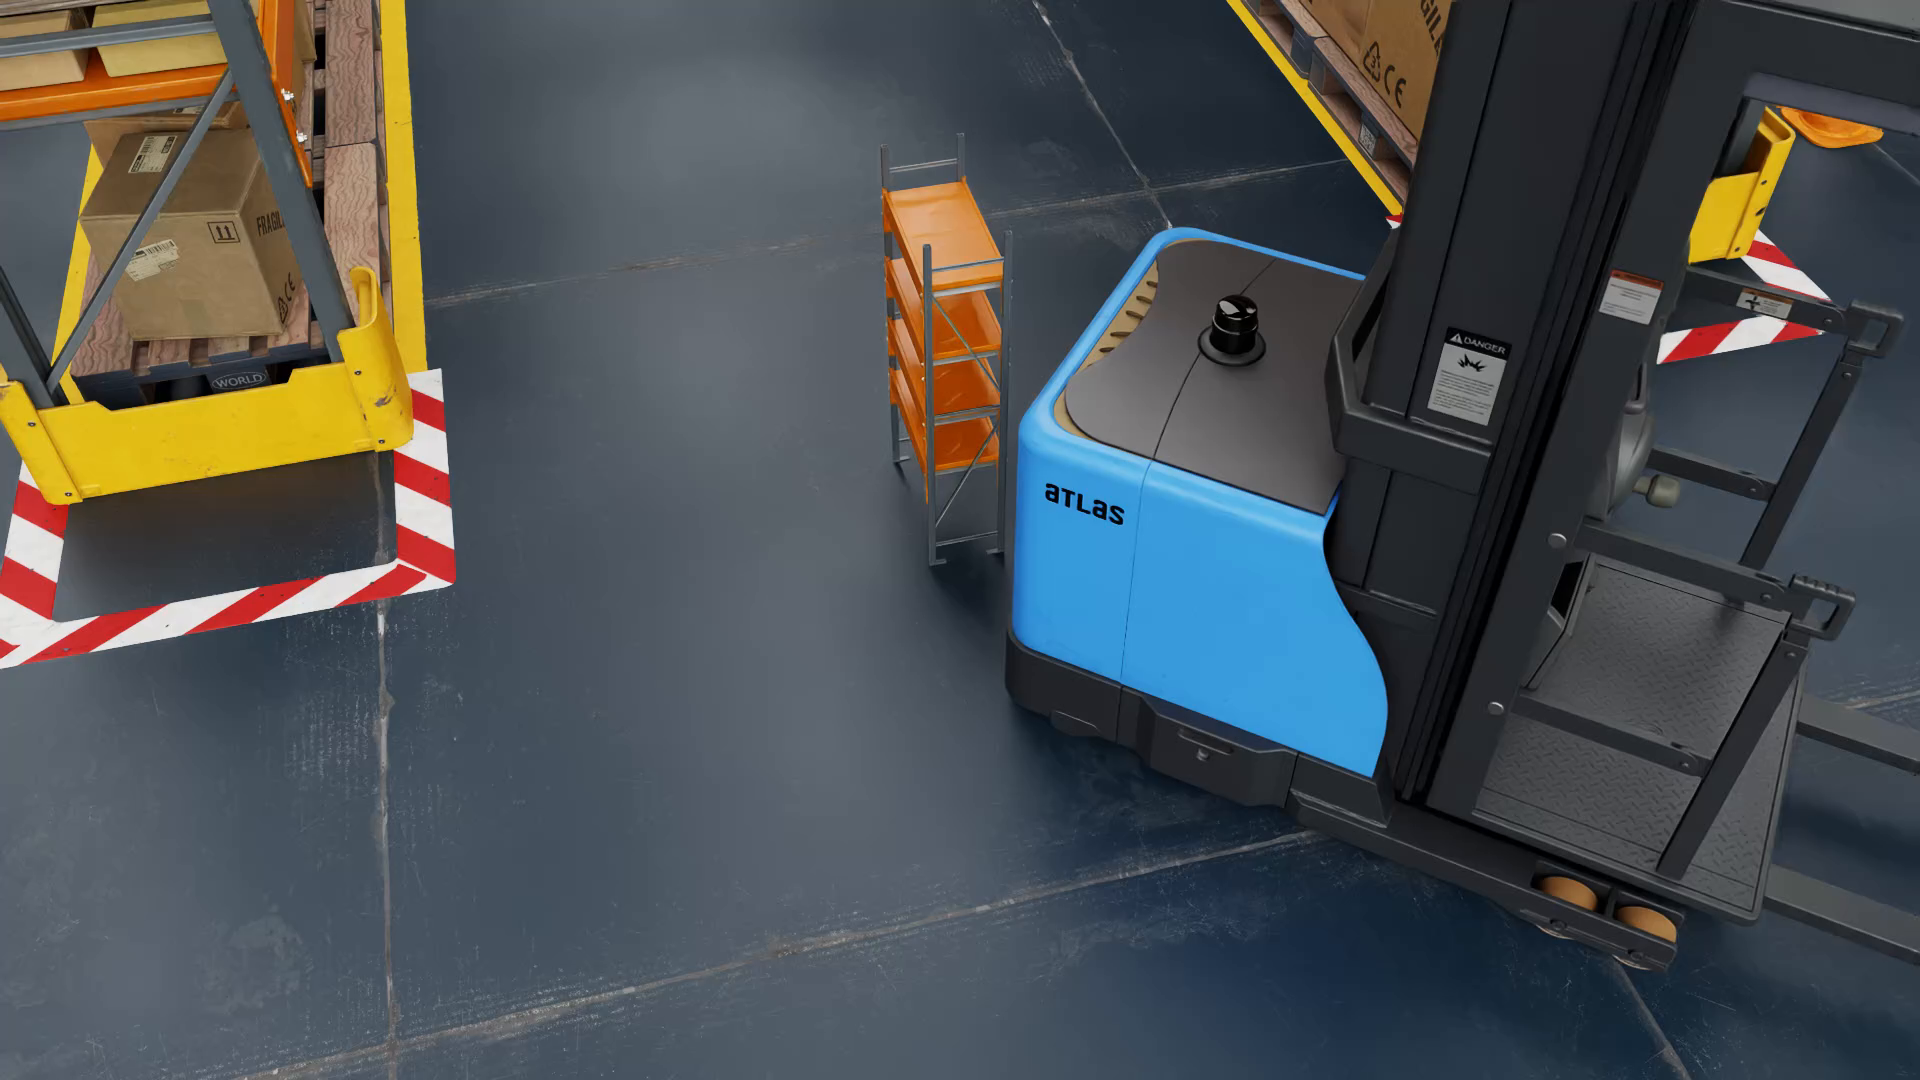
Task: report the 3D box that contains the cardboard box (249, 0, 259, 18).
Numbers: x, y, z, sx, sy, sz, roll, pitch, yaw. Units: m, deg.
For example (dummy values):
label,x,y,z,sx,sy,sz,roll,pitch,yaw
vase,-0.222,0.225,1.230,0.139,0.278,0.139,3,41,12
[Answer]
label,x,y,z,sx,sy,sz,roll,pitch,yaw
cardboard box,-2.303,-1.654,4.947,0.380,0.149,0.250,-11,47,-10

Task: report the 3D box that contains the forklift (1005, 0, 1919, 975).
label,x,y,z,sx,sy,sz,roll,pitch,yaw
forklift,1.680,-0.384,3.574,3.031,2.935,1.130,20,49,18

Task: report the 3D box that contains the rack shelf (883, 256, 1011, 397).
label,x,y,z,sx,sy,sz,roll,pitch,yaw
rack shelf,-0.042,-0.644,4.822,0.258,0.148,0.480,-11,47,-10

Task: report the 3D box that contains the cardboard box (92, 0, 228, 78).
label,x,y,z,sx,sy,sz,roll,pitch,yaw
cardboard box,-2.258,-1.478,4.774,0.380,0.149,0.250,-11,47,-10

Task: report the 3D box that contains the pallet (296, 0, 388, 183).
label,x,y,z,sx,sy,sz,roll,pitch,yaw
pallet,-2.917,-1.810,6.876,1.003,0.211,1.213,-11,47,-10

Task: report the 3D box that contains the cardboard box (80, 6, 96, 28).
label,x,y,z,sx,sy,sz,roll,pitch,yaw
cardboard box,-2.751,-1.570,4.864,0.380,0.149,0.250,-11,47,-10

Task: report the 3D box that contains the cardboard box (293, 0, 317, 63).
label,x,y,z,sx,sy,sz,roll,pitch,yaw
cardboard box,-2.987,-2.268,6.828,0.500,0.500,0.500,-15,47,-14

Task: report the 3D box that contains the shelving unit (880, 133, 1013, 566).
label,x,y,z,sx,sy,sz,roll,pitch,yaw
shelving unit,-0.042,-0.534,4.933,0.258,1.200,0.503,-11,47,-10

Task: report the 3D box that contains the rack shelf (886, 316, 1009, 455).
label,x,y,z,sx,sy,sz,roll,pitch,yaw
rack shelf,-0.042,-0.487,4.982,0.258,0.148,0.480,-11,47,-10

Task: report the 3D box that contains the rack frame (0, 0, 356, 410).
label,x,y,z,sx,sy,sz,roll,pitch,yaw
rack frame,-2.415,-1.326,4.449,1.000,3.000,0.127,-11,47,-10

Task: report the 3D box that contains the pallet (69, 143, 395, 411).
label,x,y,z,sx,sy,sz,roll,pitch,yaw
pallet,-2.609,-0.970,6.052,1.003,0.211,1.213,-11,47,-10

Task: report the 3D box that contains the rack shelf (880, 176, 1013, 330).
label,x,y,z,sx,sy,sz,roll,pitch,yaw
rack shelf,-0.042,-0.809,4.653,0.258,0.148,0.480,-11,47,-10

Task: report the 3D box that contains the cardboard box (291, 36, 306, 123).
label,x,y,z,sx,sy,sz,roll,pitch,yaw
cardboard box,-2.887,-1.874,6.443,0.500,0.500,0.500,-7,46,-7

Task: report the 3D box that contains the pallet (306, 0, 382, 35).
label,x,y,z,sx,sy,sz,roll,pitch,yaw
pallet,-3.233,-2.654,7.703,1.003,0.211,1.213,-11,47,-10

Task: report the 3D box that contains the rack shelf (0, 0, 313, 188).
label,x,y,z,sx,sy,sz,roll,pitch,yaw
rack shelf,-2.927,-2.455,6.059,1.077,0.370,4.000,-11,47,-10

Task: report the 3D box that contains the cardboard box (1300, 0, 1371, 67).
label,x,y,z,sx,sy,sz,roll,pitch,yaw
cardboard box,1.941,-2.629,6.920,0.875,0.875,0.875,-11,47,-11

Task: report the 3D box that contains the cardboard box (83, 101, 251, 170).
label,x,y,z,sx,sy,sz,roll,pitch,yaw
cardboard box,-2.745,-1.438,6.016,0.500,0.500,0.500,0,46,0

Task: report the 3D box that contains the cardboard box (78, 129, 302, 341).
label,x,y,z,sx,sy,sz,roll,pitch,yaw
cardboard box,-2.559,-1.032,5.617,0.500,0.500,0.500,-3,46,-3

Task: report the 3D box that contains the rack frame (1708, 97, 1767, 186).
label,x,y,z,sx,sy,sz,roll,pitch,yaw
rack frame,2.405,-2.163,5.269,1.000,3.000,0.127,-11,47,-10

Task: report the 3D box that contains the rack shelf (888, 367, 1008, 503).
label,x,y,z,sx,sy,sz,roll,pitch,yaw
rack shelf,-0.042,-0.348,5.123,0.258,0.148,0.480,-11,47,-10

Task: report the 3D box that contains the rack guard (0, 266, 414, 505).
label,x,y,z,sx,sy,sz,roll,pitch,yaw
rack guard,-2.435,-0.503,5.393,1.175,0.500,0.348,-11,47,-10

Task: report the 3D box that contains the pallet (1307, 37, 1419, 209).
label,x,y,z,sx,sy,sz,roll,pitch,yaw
pallet,2.125,-1.724,6.792,1.003,0.211,1.213,-11,47,-10

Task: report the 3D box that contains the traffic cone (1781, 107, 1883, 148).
label,x,y,z,sx,sy,sz,roll,pitch,yaw
traffic cone,3.642,-1.901,6.789,0.336,0.463,0.334,-11,47,-10

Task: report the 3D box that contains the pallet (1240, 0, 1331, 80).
label,x,y,z,sx,sy,sz,roll,pitch,yaw
pallet,1.816,-2.565,7.616,1.003,0.211,1.213,-11,47,-10

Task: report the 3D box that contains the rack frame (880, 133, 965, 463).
label,x,y,z,sx,sy,sz,roll,pitch,yaw
rack frame,-0.105,-0.703,5.099,0.240,1.200,0.015,-11,47,-10

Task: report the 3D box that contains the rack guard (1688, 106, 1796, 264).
label,x,y,z,sx,sy,sz,roll,pitch,yaw
rack guard,2.411,-1.271,6.146,1.175,0.500,0.348,-11,47,-10

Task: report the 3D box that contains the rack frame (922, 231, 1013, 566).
label,x,y,z,sx,sy,sz,roll,pitch,yaw
rack frame,0.020,-0.366,4.768,0.240,1.200,0.015,-11,47,-10

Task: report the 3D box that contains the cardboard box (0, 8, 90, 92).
label,x,y,z,sx,sy,sz,roll,pitch,yaw
cardboard box,-2.688,-1.397,4.695,0.380,0.149,0.250,-11,47,-10

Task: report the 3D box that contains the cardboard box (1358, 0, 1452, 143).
label,x,y,z,sx,sy,sz,roll,pitch,yaw
cardboard box,2.168,-2.022,6.325,0.875,0.875,0.875,-10,47,-10
